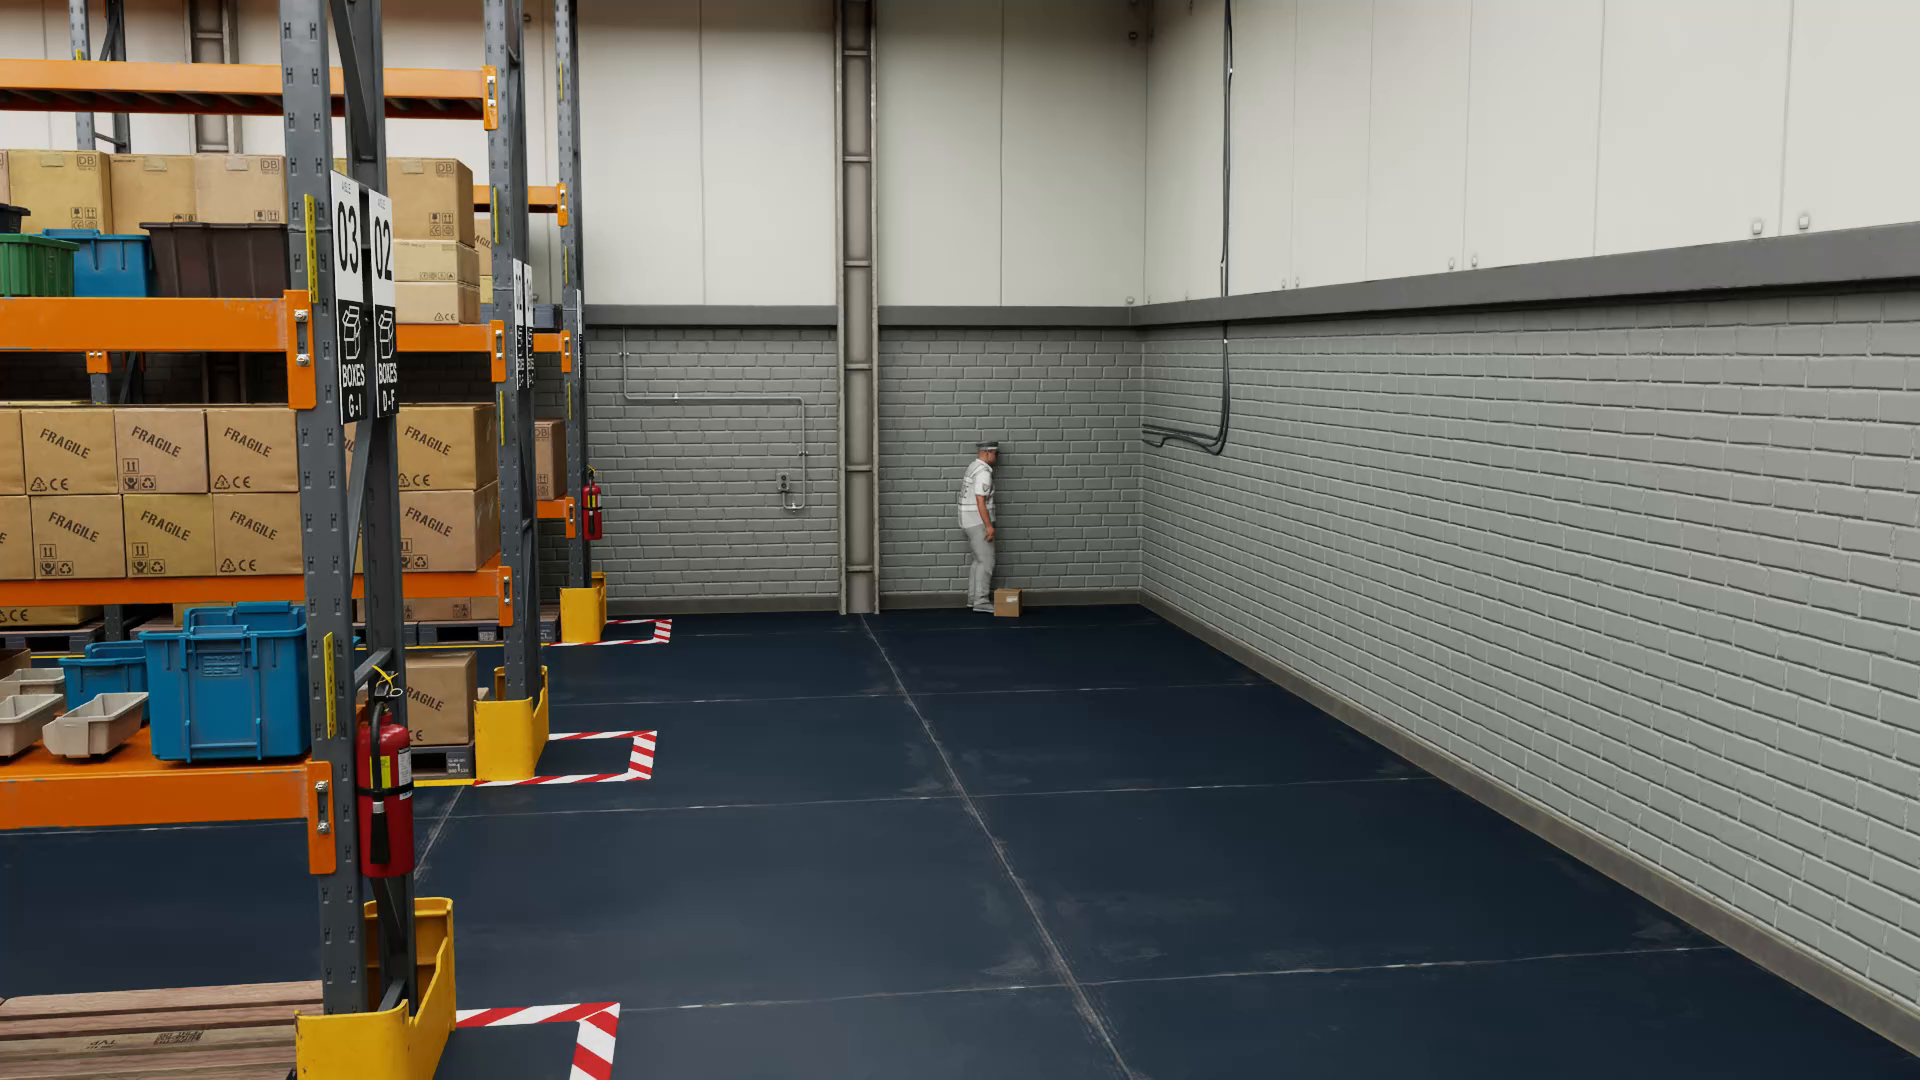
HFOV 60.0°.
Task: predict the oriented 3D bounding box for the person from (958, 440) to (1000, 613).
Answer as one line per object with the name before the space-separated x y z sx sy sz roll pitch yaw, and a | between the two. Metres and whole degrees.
person | 0.209 -0.154 17.038 0.440 1.748 0.586 -1 7 -8
